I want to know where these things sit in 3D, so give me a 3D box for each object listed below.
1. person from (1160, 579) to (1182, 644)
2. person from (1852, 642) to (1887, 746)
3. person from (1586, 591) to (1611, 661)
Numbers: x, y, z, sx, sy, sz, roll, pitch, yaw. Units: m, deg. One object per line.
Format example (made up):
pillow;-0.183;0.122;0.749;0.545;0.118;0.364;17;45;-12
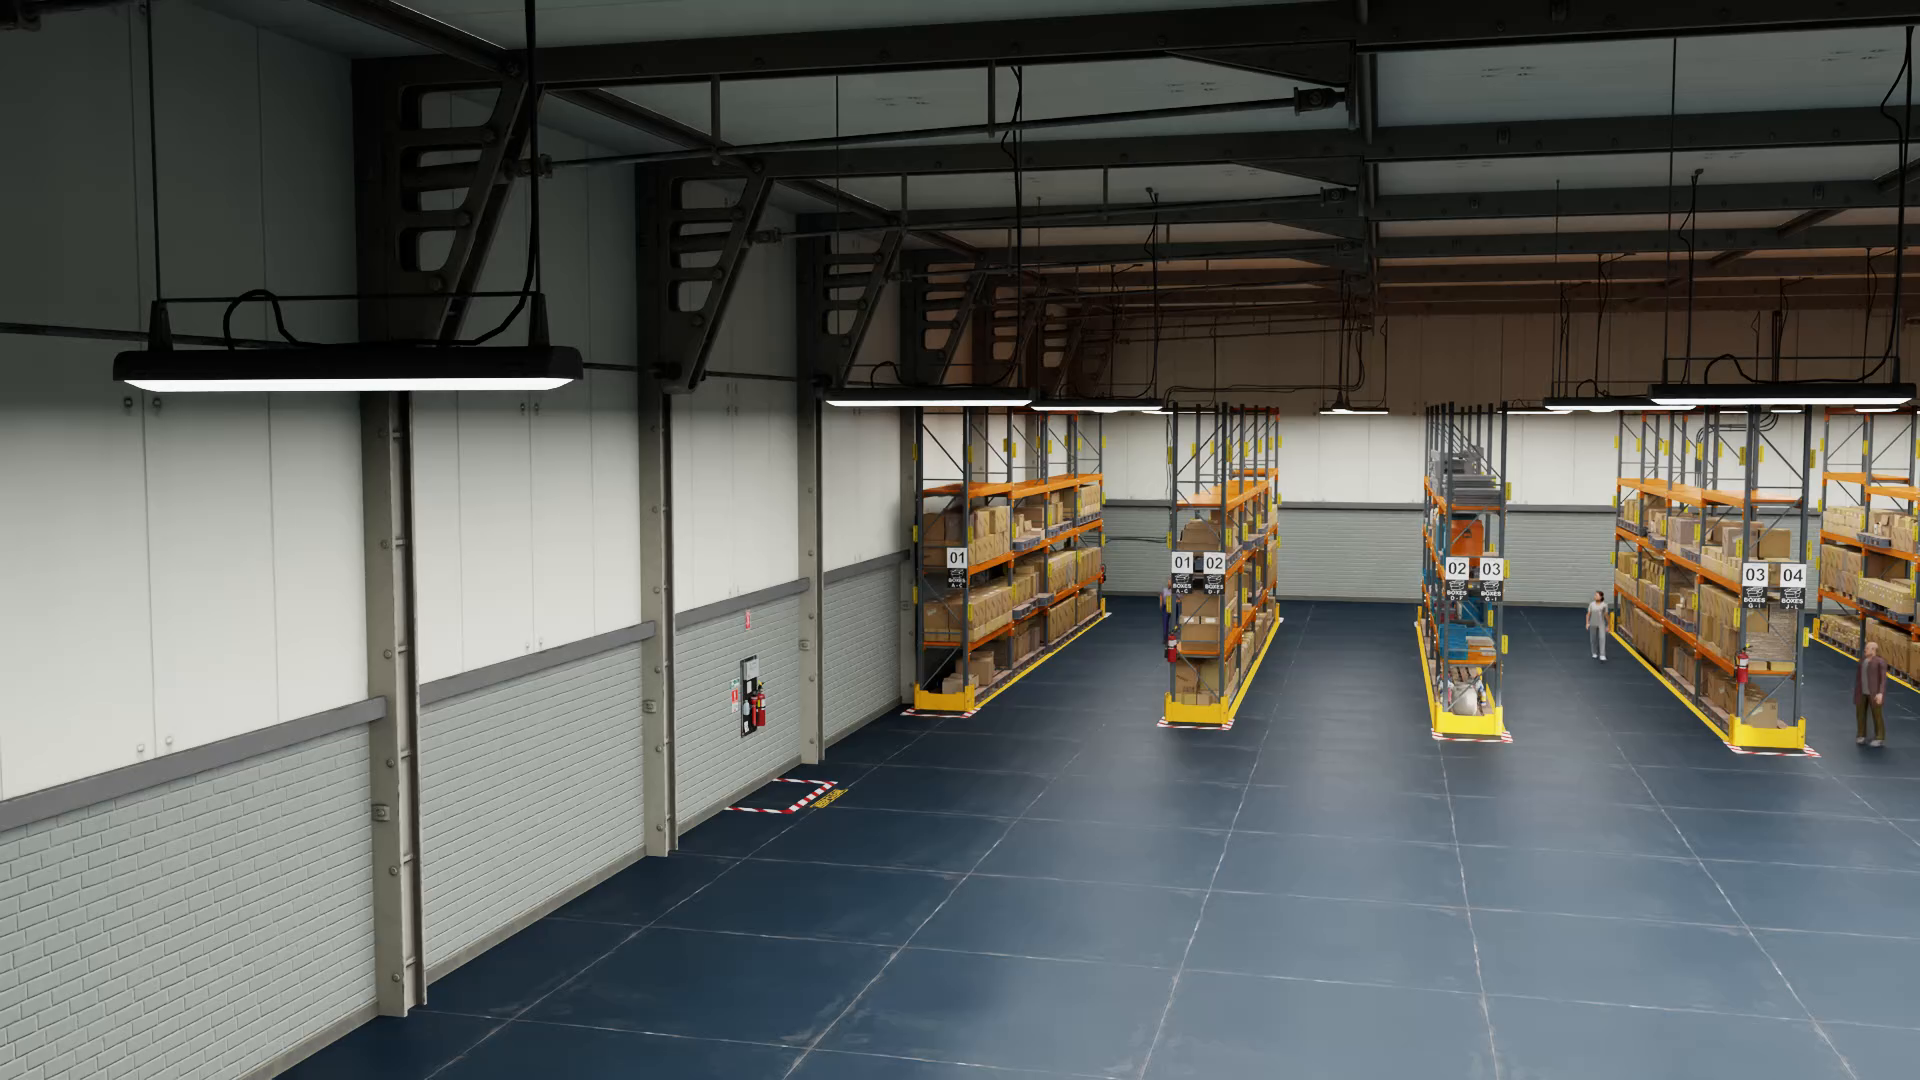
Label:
person;5.330;1.791;42.051;0.621;1.579;1.028;1;4;15
person;15.891;2.680;29.082;0.439;1.792;0.590;-4;5;-40
person;15.027;1.999;39.125;0.547;1.605;1.048;1;4;18
